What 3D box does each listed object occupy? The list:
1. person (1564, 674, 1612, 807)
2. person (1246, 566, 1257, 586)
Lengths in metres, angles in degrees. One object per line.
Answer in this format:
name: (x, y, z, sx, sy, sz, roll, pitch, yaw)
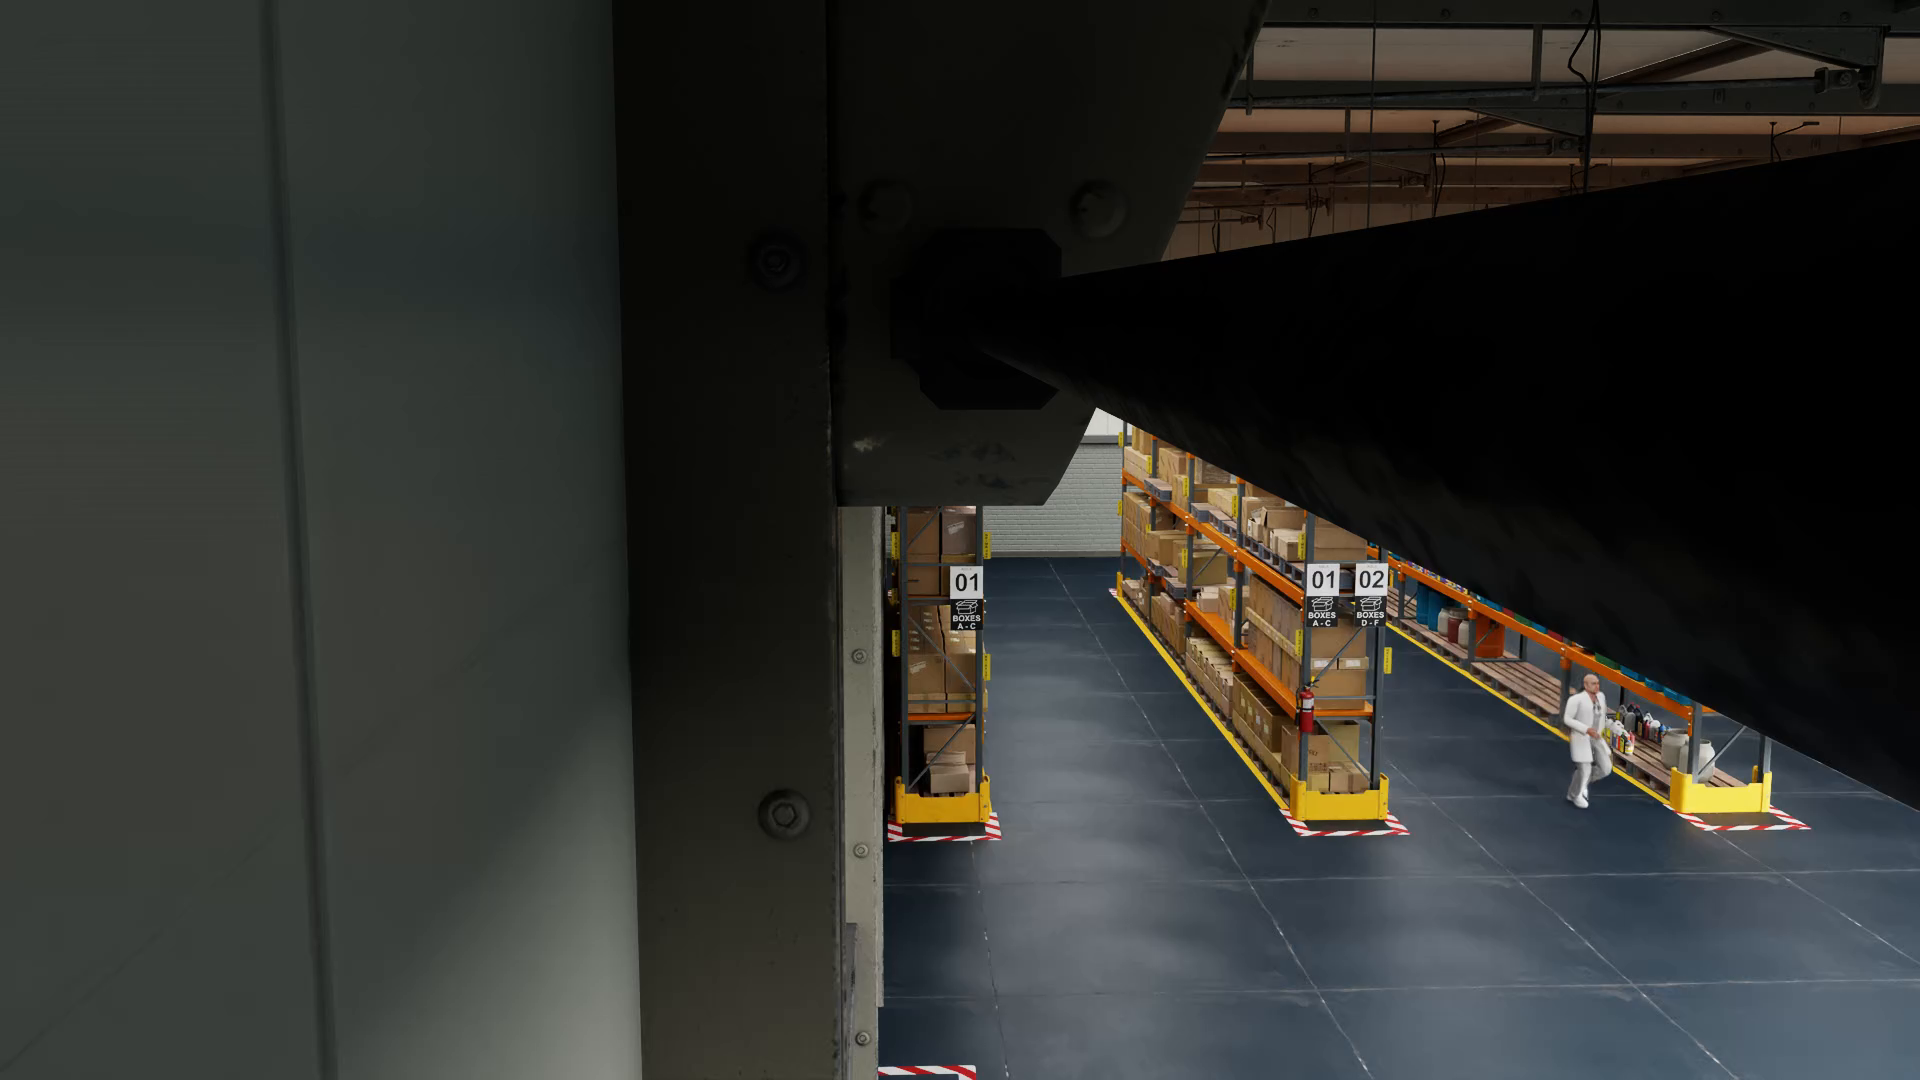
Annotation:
person: (7.957, 2.543, 21.017, 0.713, 1.725, 0.665, -3, 8, -19)
person: (6.080, 0.698, 34.354, 0.587, 1.618, 0.878, -2, 8, -14)
